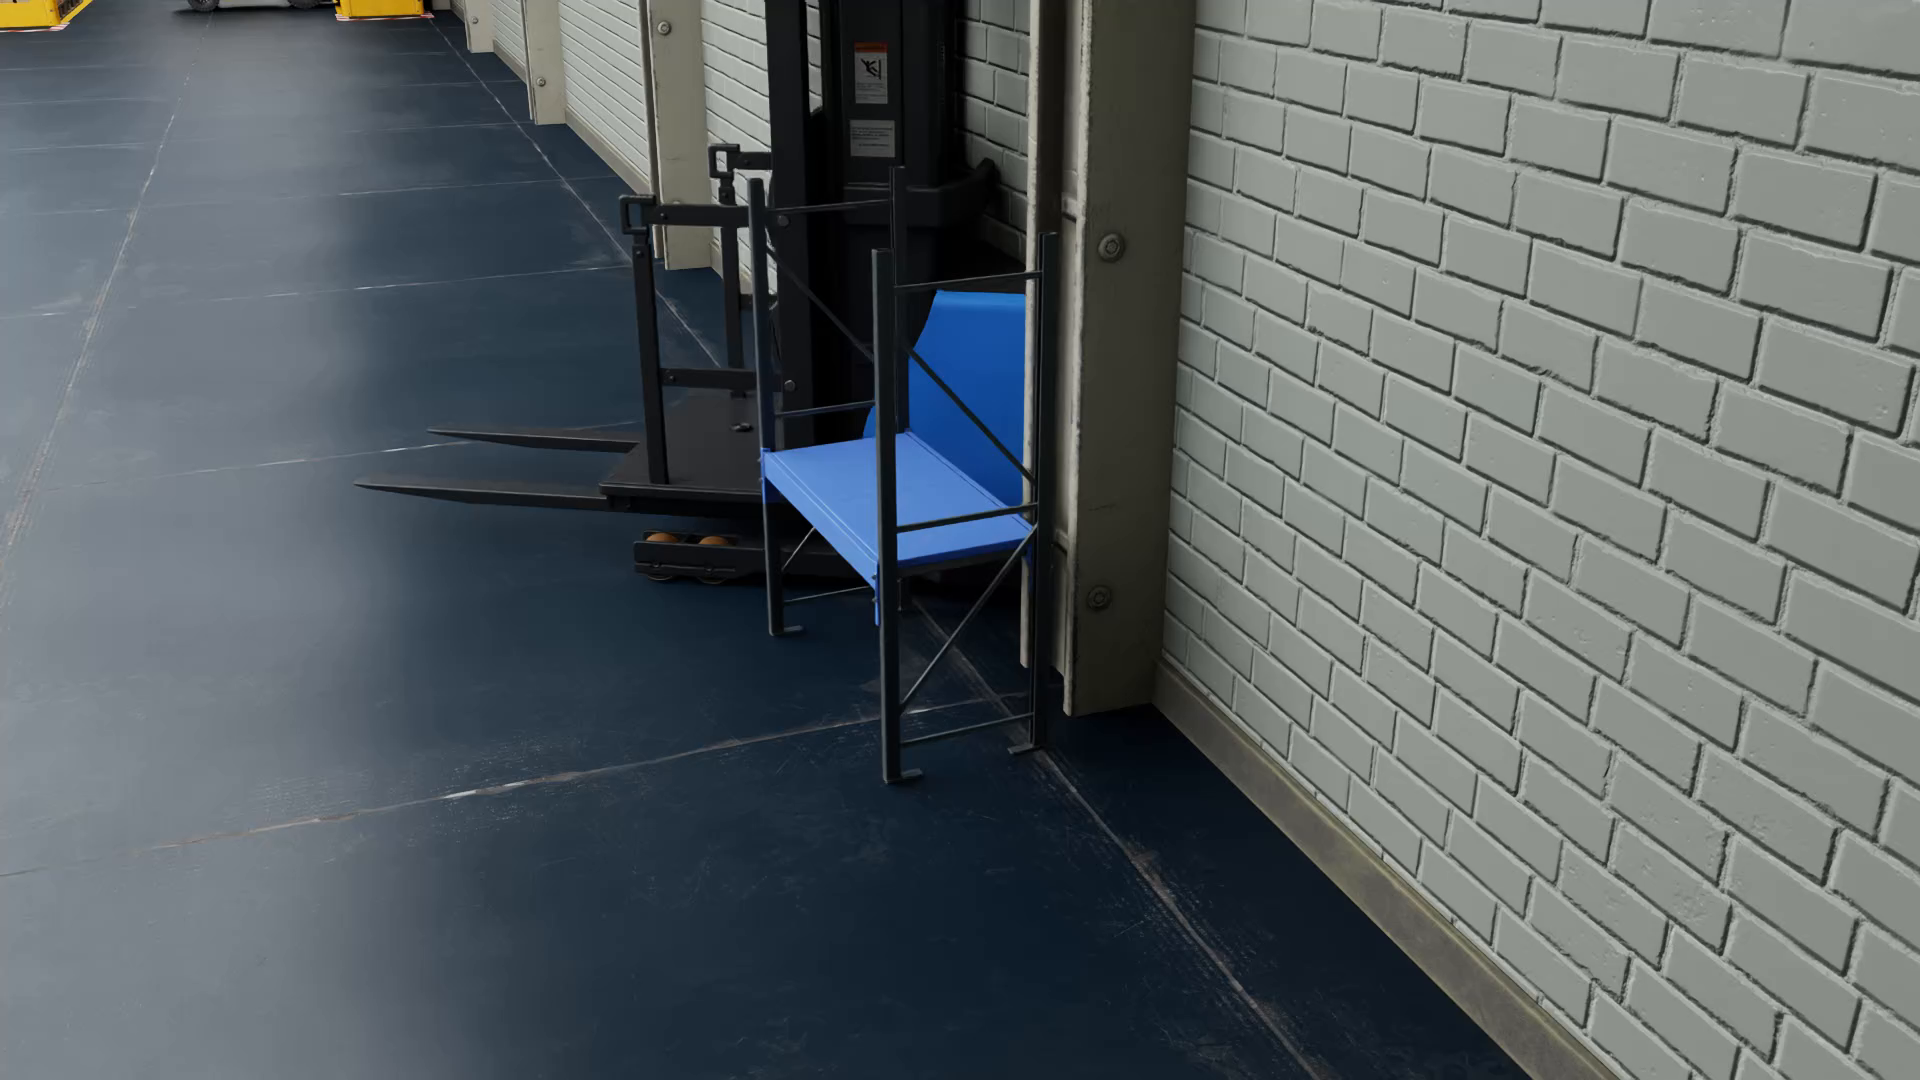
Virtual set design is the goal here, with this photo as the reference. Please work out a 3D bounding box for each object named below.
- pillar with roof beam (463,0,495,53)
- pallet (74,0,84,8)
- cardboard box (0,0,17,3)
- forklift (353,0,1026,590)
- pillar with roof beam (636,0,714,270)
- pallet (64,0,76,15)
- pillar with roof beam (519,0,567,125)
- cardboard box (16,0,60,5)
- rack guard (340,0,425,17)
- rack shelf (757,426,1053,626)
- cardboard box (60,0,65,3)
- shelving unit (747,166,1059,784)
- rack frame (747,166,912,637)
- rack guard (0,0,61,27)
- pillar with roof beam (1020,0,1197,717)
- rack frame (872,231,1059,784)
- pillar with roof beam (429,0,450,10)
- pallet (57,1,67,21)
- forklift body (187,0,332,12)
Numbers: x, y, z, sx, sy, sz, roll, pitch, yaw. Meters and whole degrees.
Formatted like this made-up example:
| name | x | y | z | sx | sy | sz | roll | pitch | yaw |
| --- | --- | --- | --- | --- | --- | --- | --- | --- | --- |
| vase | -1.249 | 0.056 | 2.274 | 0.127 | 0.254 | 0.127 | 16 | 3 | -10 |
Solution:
| name | x | y | z | sx | sy | sz | roll | pitch | yaw |
| --- | --- | --- | --- | --- | --- | --- | --- | --- | --- |
| pillar with roof beam | -9.982 | -9.657 | 17.577 | 9.100 | 9.000 | 0.400 | -8 | 24 | -19 |
| pallet | -14.456 | -8.534 | 26.226 | 1.003 | 0.211 | 1.213 | -8 | 24 | -19 |
| cardboard box | -13.859 | -7.797 | 23.886 | 0.500 | 0.250 | 0.500 | -8 | 24 | -19 |
| forklift | -0.709 | -1.392 | 5.779 | 3.031 | 2.935 | 1.130 | 4 | 23 | 8 |
| pillar with roof beam | -5.743 | -5.297 | 7.232 | 9.100 | 9.000 | 0.400 | -8 | 24 | -19 |
| pallet | -14.022 | -8.090 | 25.172 | 1.003 | 0.211 | 1.213 | -8 | 24 | -19 |
| pillar with roof beam | -7.862 | -7.477 | 12.404 | 9.100 | 9.000 | 0.400 | -8 | 24 | -19 |
| cardboard box | -13.340 | -7.862 | 24.041 | 0.500 | 0.250 | 0.500 | -9 | 24 | -19 |
| rack guard | -8.663 | -8.126 | 24.887 | 1.175 | 0.500 | 0.348 | -8 | 24 | -19 |
| rack shelf | -0.191 | -0.070 | 4.948 | 0.538 | 0.185 | 1.000 | -10 | 25 | -22 |
| cardboard box | -13.513 | -8.049 | 24.484 | 0.500 | 0.250 | 0.500 | -7 | 24 | -17 |
| shelving unit | -0.191 | -0.236 | 4.878 | 0.538 | 1.500 | 1.048 | -10 | 25 | -22 |
| rack frame | -0.399 | -0.416 | 5.306 | 0.500 | 1.500 | 0.032 | -10 | 25 | -22 |
| rack guard | -13.340 | -7.480 | 23.354 | 1.175 | 0.500 | 0.348 | -8 | 24 | -19 |
| pillar with roof beam | -3.623 | -3.117 | 2.059 | 9.100 | 9.000 | 0.400 | -8 | 24 | -19 |
| rack frame | 0.018 | -0.056 | 4.451 | 0.500 | 1.500 | 0.032 | -10 | 25 | -22 |
| pillar with roof beam | -12.102 | -11.838 | 22.749 | 9.100 | 9.000 | 0.400 | -8 | 24 | -19 |
| pallet | -13.594 | -7.647 | 24.122 | 1.003 | 0.211 | 1.213 | -8 | 24 | -19 |
| forklift body | -11.048 | -9.335 | 25.628 | 2.313 | 2.155 | 1.214 | -8 | 24 | -19 |
